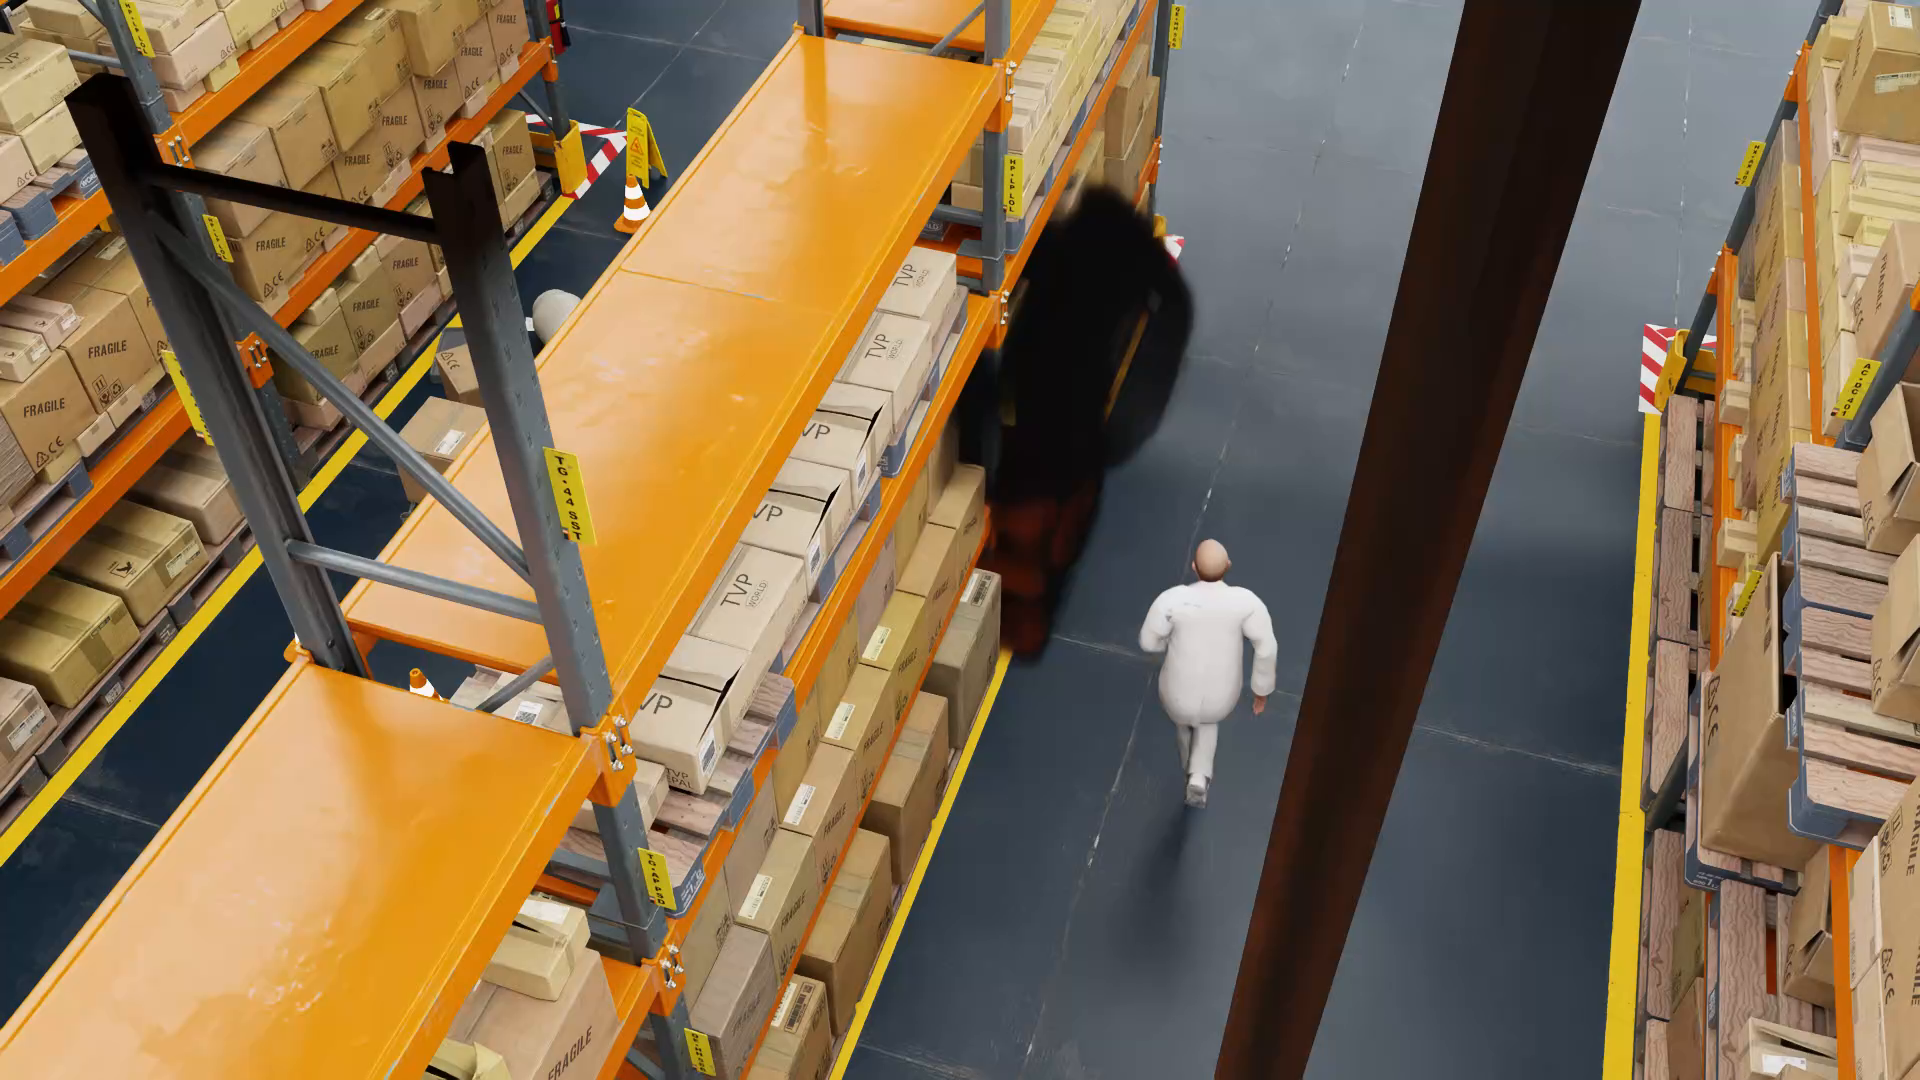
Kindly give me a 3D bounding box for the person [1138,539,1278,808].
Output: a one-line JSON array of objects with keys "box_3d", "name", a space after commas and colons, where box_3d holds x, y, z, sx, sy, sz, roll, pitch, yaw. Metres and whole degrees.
[{"box_3d": [1.279, 0.789, 8.771, 0.717, 1.723, 0.705, 1, 46, 1], "name": "person"}]
